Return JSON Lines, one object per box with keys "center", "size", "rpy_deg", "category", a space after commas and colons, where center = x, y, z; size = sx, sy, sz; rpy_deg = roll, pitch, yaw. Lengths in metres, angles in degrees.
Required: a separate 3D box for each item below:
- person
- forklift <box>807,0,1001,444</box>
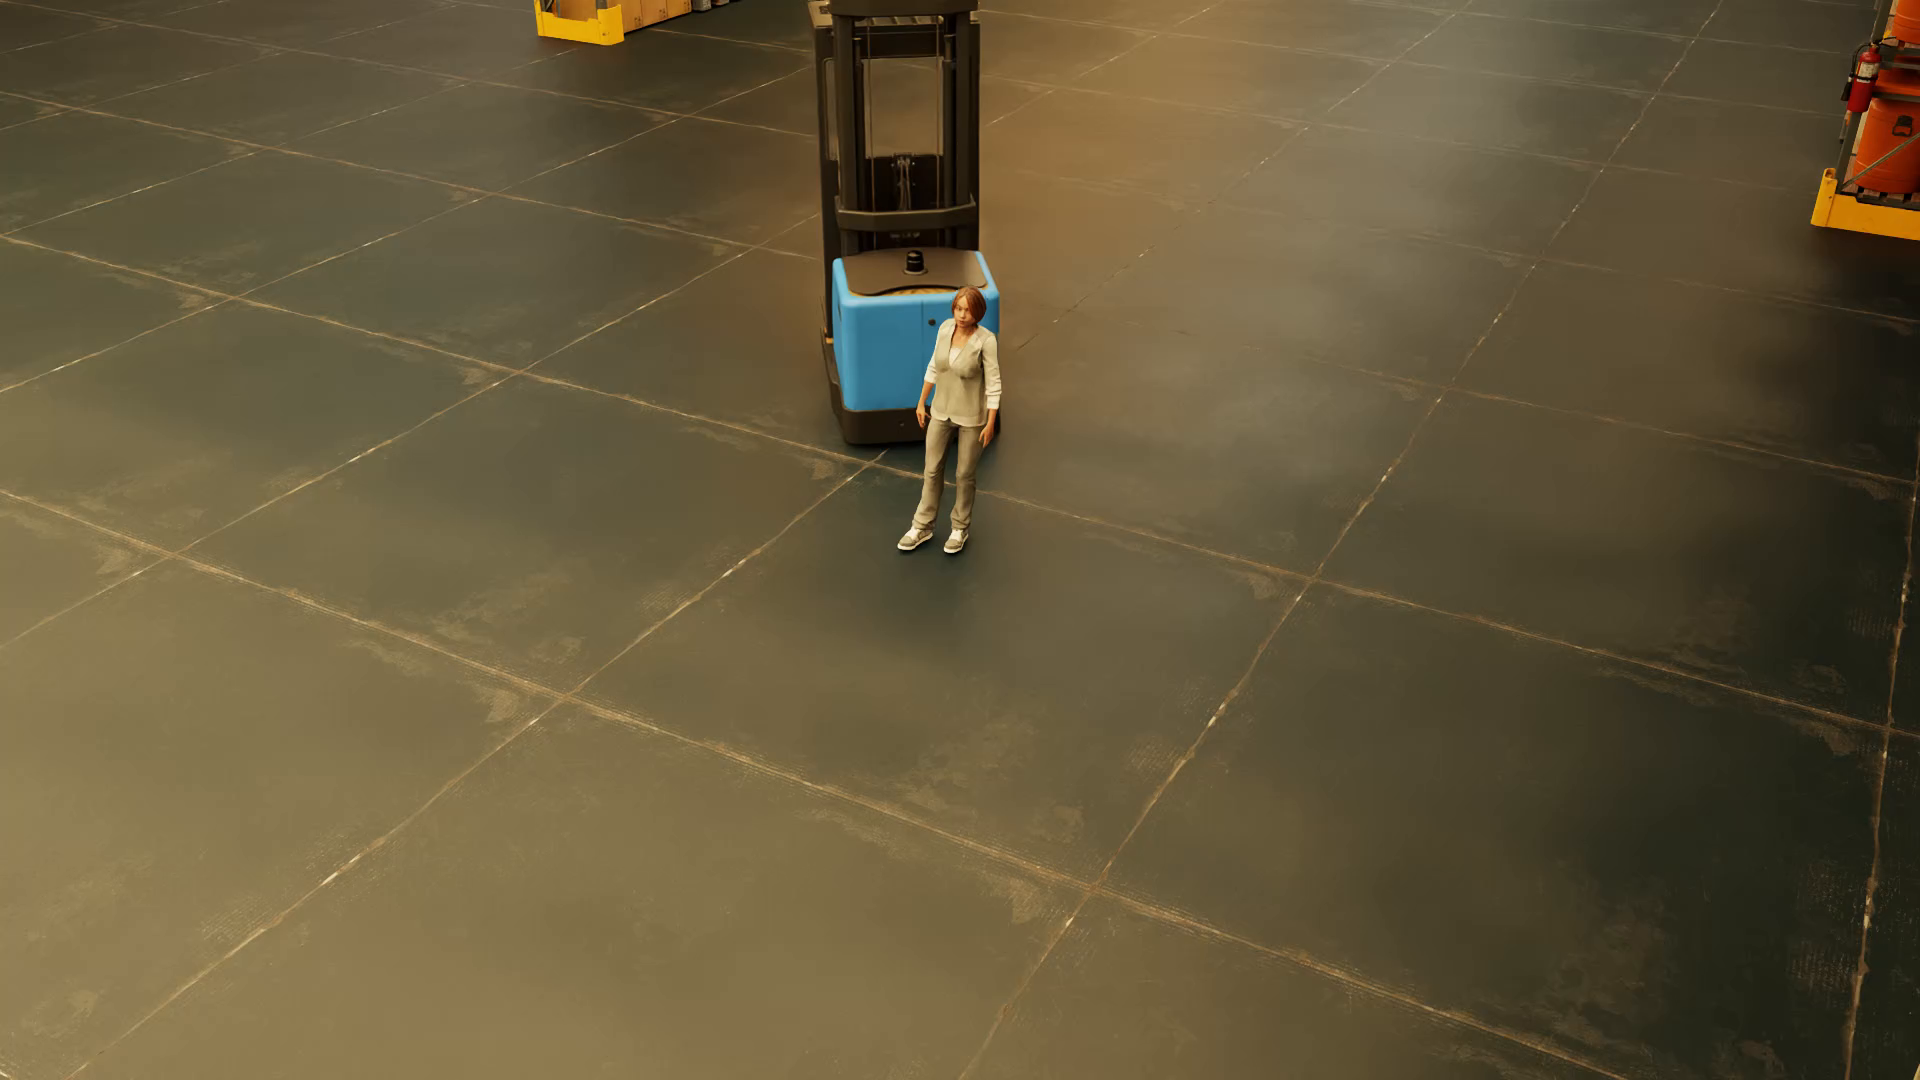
{"center": [-0.048, -0.668, 9.549], "size": [0.521, 1.599, 0.473], "rpy_deg": [15, 33, 25], "category": "person"}
{"center": [-0.448, -2.616, 11.603], "size": [1.130, 2.935, 3.031], "rpy_deg": [-4, 30, -7], "category": "forklift"}
